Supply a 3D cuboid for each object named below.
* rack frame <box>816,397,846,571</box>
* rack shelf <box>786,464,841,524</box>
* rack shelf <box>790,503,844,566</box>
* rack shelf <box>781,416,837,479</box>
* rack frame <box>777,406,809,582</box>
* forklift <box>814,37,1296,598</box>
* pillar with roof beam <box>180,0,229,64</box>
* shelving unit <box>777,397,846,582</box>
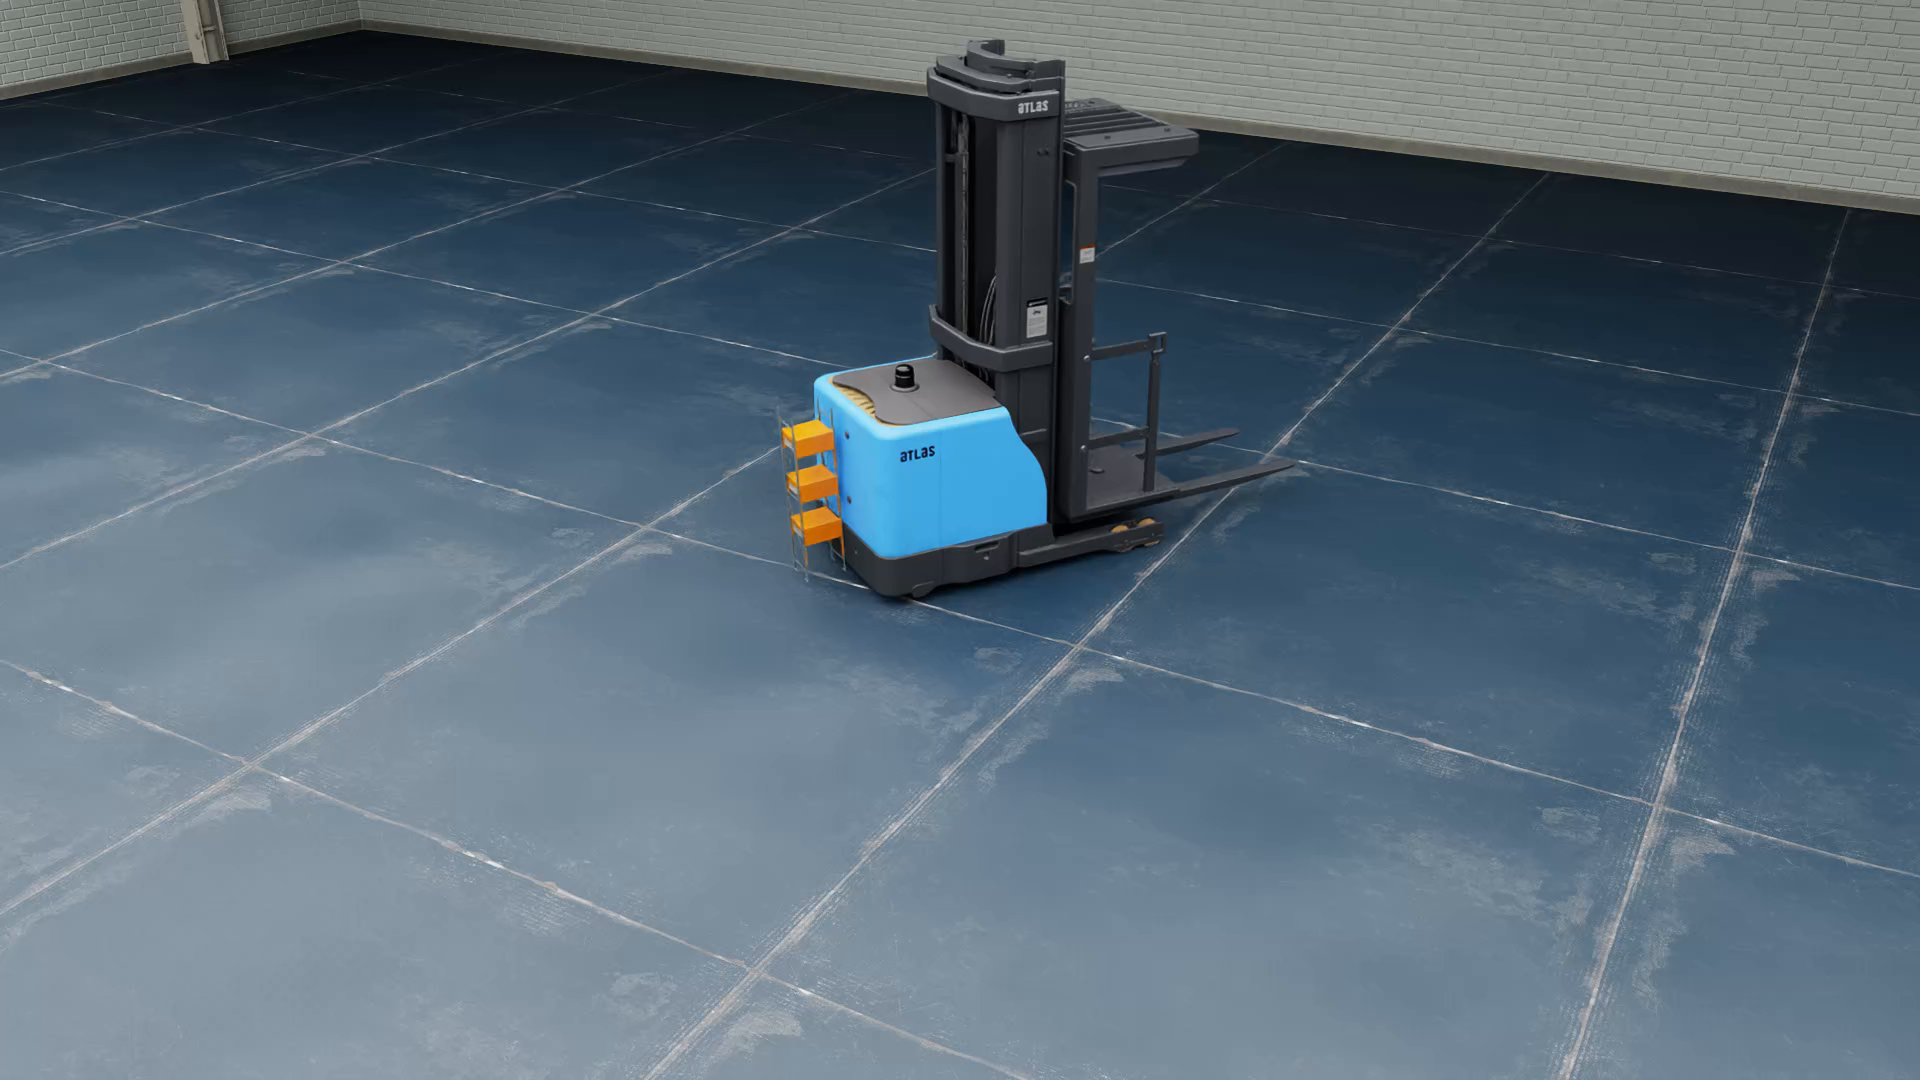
[{"bbox_3d":[-0.748,-0.318,9.685,0.008,1.050,0.200,-17,31,-24],"label":"rack frame"},{"bbox_3d":[-0.854,-0.277,9.640,0.240,0.259,0.215,-17,31,-24],"label":"rack shelf"},{"bbox_3d":[-0.842,-0.031,9.770,0.240,0.259,0.215,-17,31,-24],"label":"rack shelf"},{"bbox_3d":[-0.866,-0.527,9.507,0.240,0.259,0.215,-17,31,-24],"label":"rack shelf"},{"bbox_3d":[-0.961,-0.254,9.585,0.008,1.050,0.200,-17,31,-24],"label":"rack frame"},{"bbox_3d":[0.677,-1.428,9.828,3.031,2.935,1.130,-13,29,-24],"label":"forklift"},{"bbox_3d":[-7.132,-10.036,20.246,9.100,9.000,0.400,14,30,26],"label":"pillar with roof beam"},{"bbox_3d":[-0.855,-0.286,9.635,0.252,1.050,0.215,-17,31,-24],"label":"shelving unit"}]
